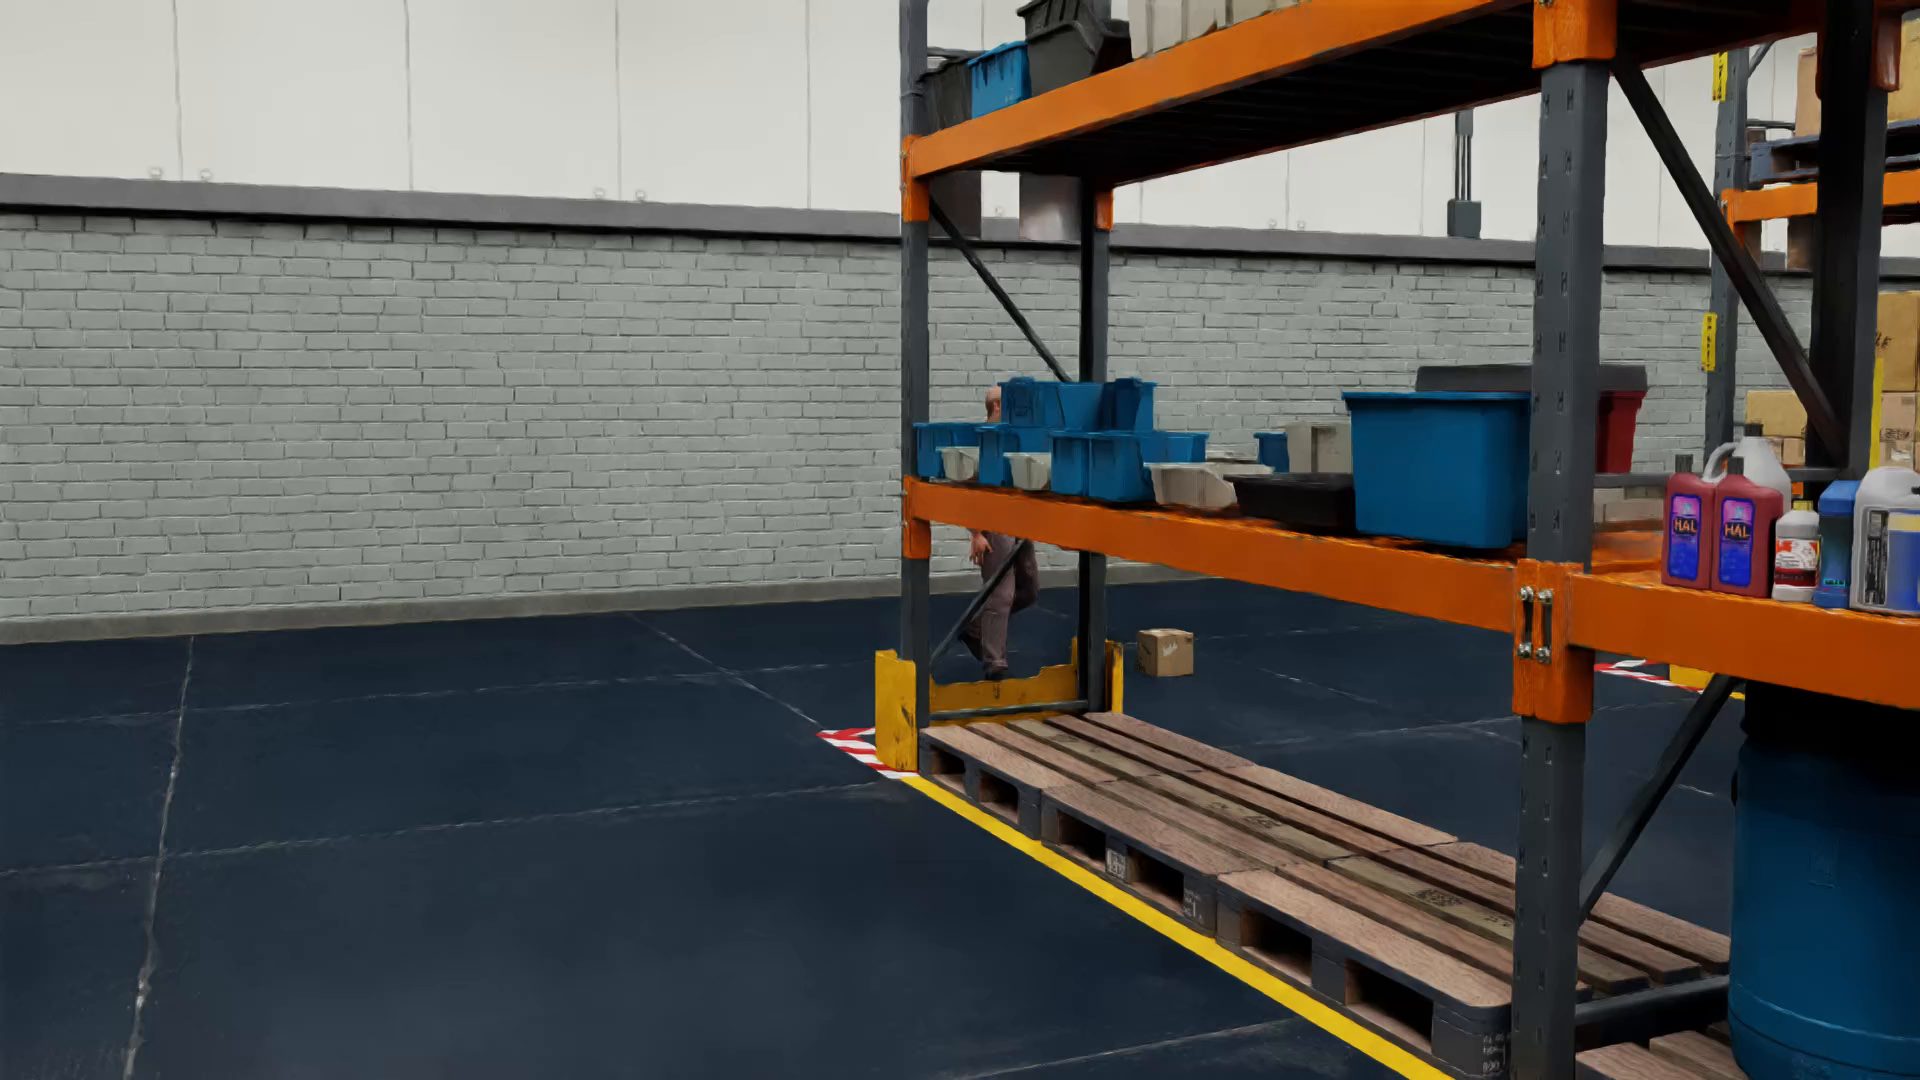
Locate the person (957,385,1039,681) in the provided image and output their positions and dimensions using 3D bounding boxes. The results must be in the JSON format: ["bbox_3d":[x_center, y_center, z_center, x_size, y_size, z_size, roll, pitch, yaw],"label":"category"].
[{"bbox_3d":[0.192,-0.043,9.668,0.596,1.715,0.644,2,6,21],"label":"person"}]
